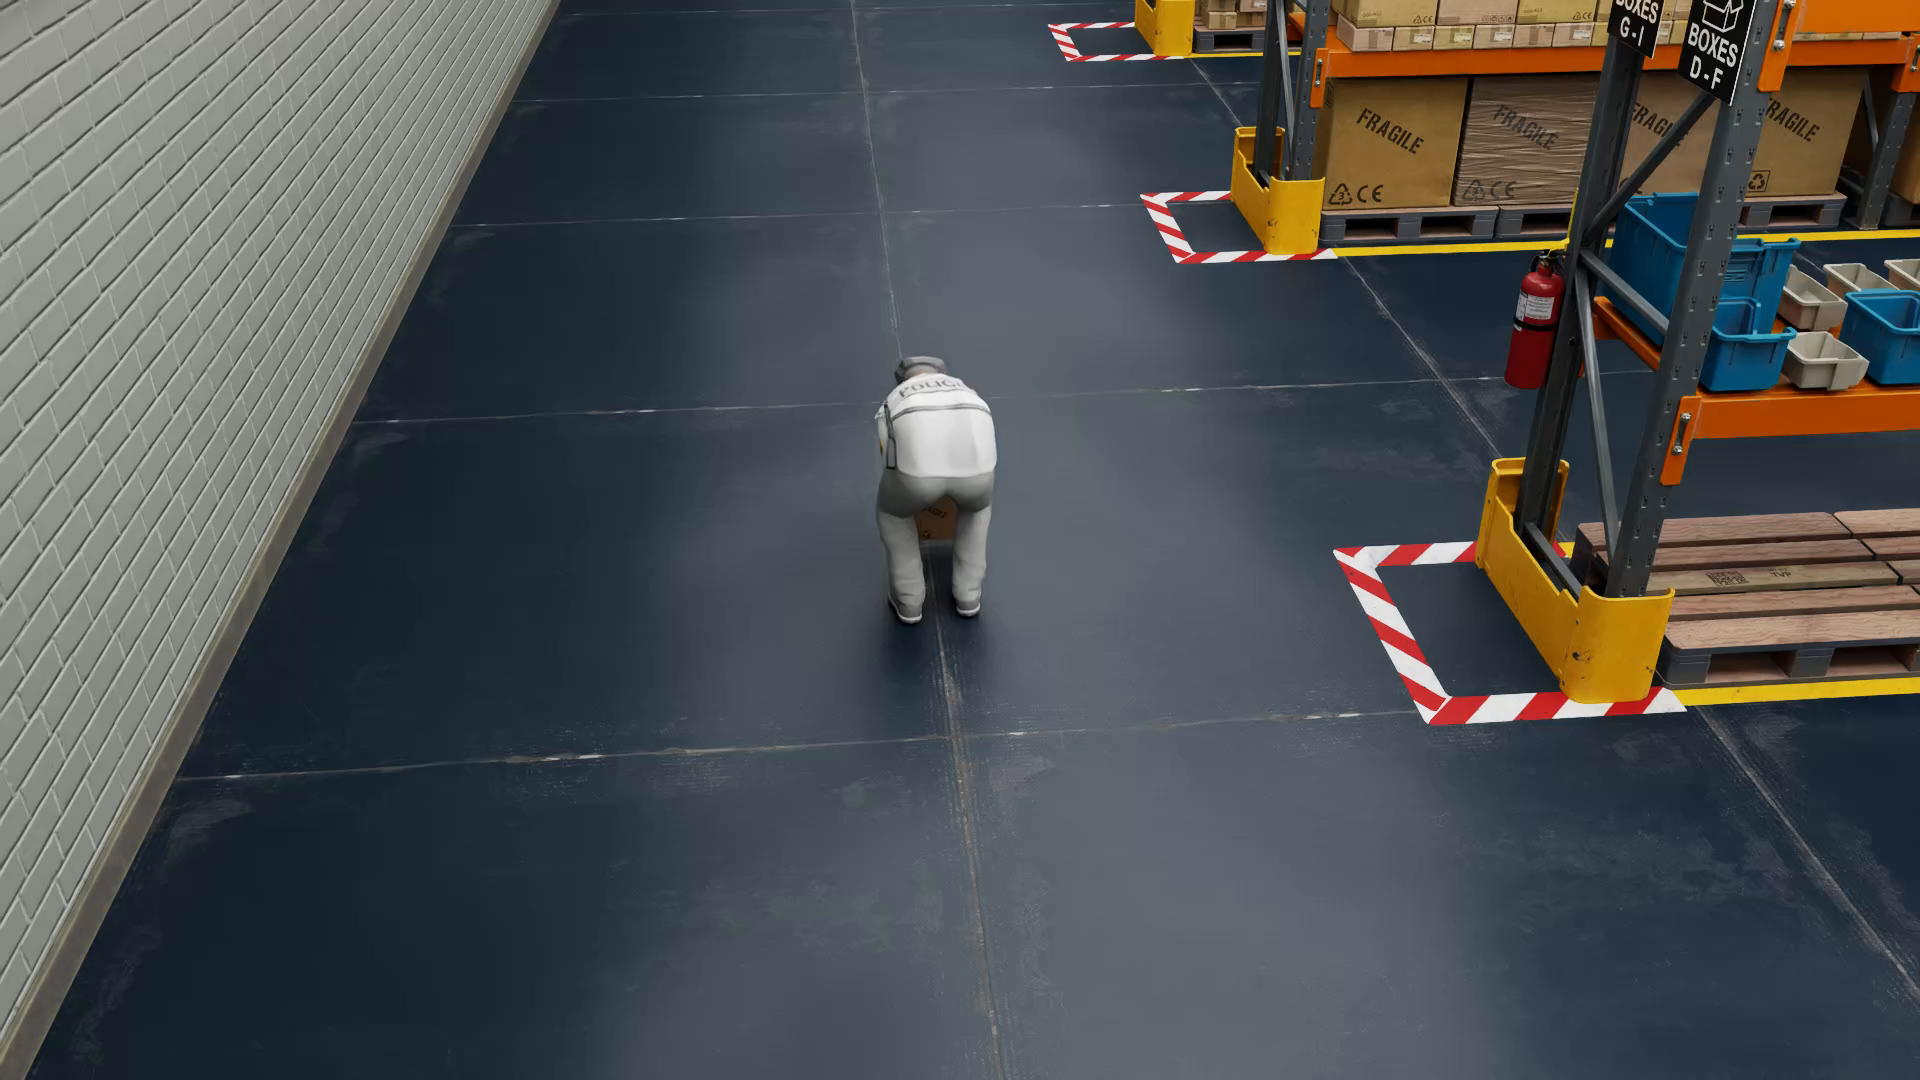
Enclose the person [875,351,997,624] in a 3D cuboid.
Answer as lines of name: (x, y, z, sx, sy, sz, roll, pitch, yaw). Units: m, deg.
person: (-0.123, -0.267, 7.251, 0.513, 1.057, 1.039, -4, 31, -7)
